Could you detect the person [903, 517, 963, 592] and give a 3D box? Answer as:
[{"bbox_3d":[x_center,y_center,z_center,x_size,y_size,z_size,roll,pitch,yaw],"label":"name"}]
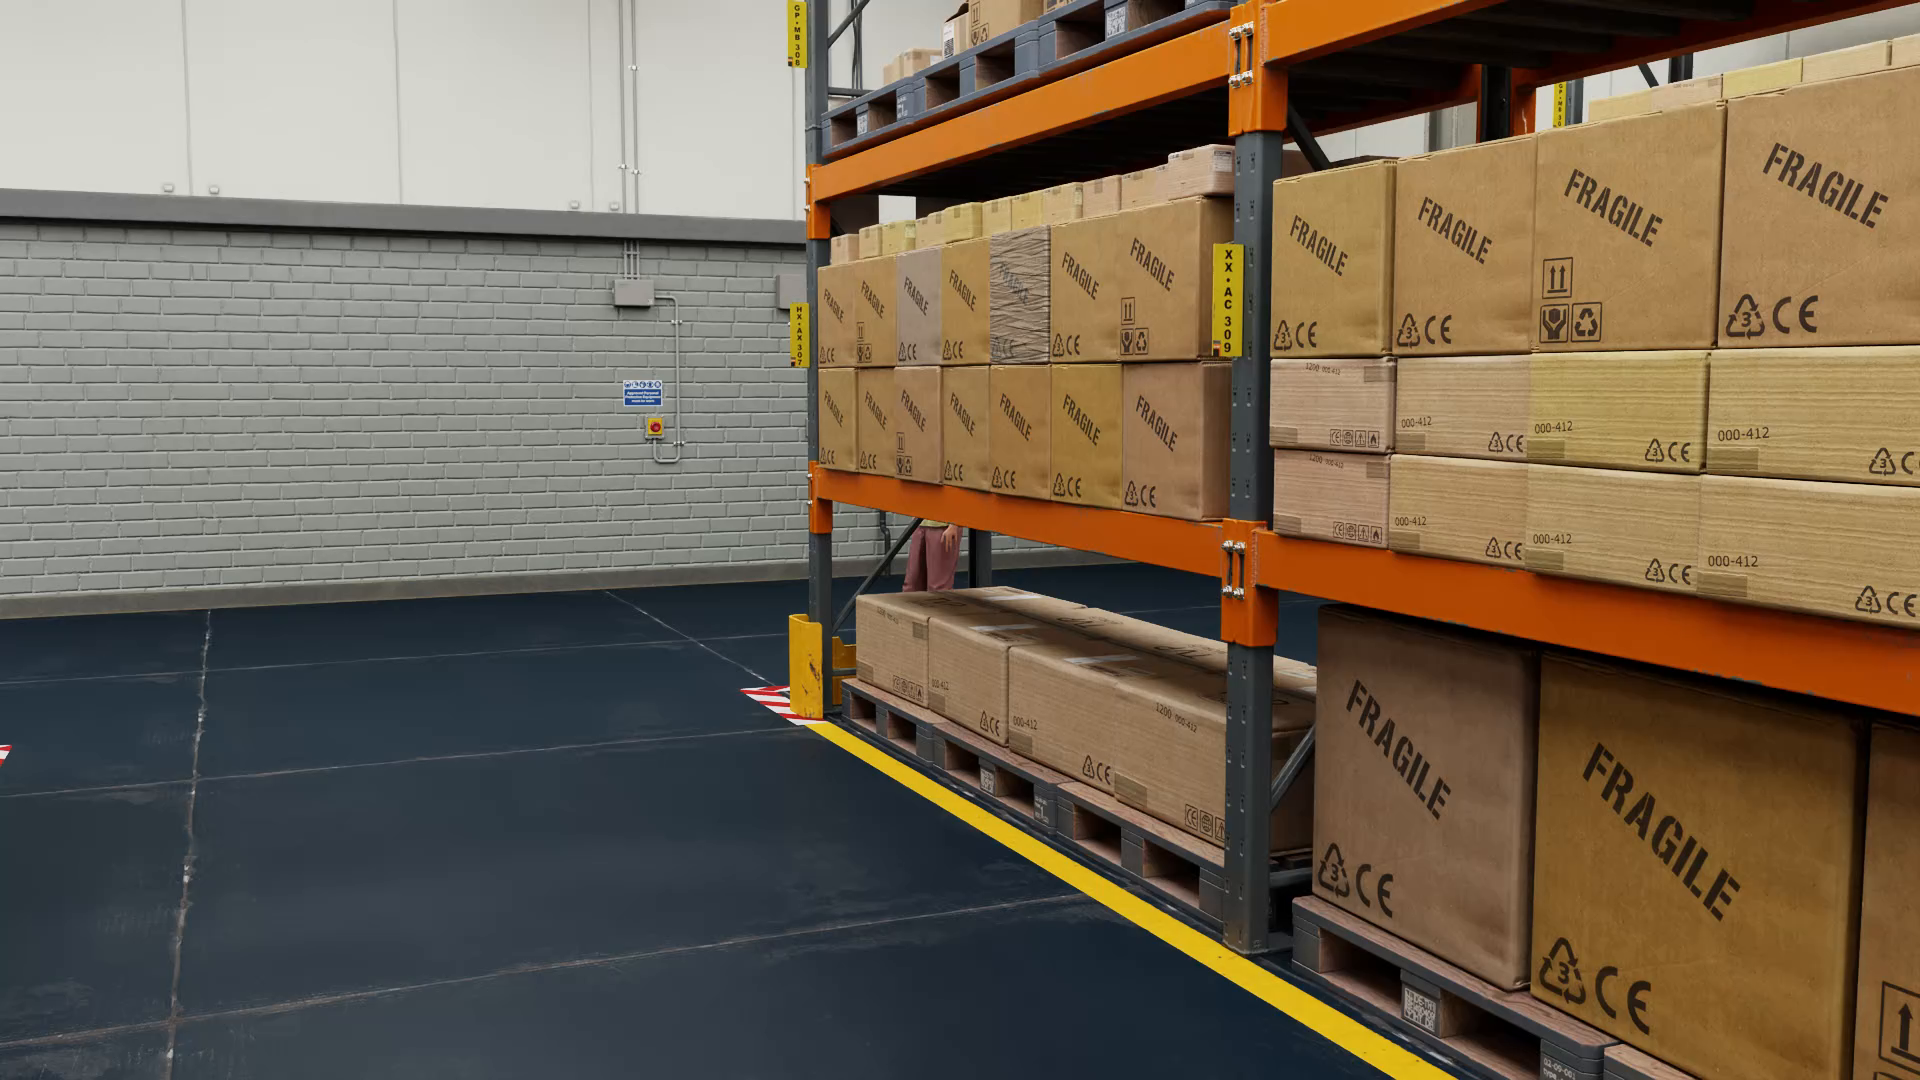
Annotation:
[{"bbox_3d":[-0.198,-0.064,10.041,0.549,1.676,0.554,-3,6,-26],"label":"person"}]
